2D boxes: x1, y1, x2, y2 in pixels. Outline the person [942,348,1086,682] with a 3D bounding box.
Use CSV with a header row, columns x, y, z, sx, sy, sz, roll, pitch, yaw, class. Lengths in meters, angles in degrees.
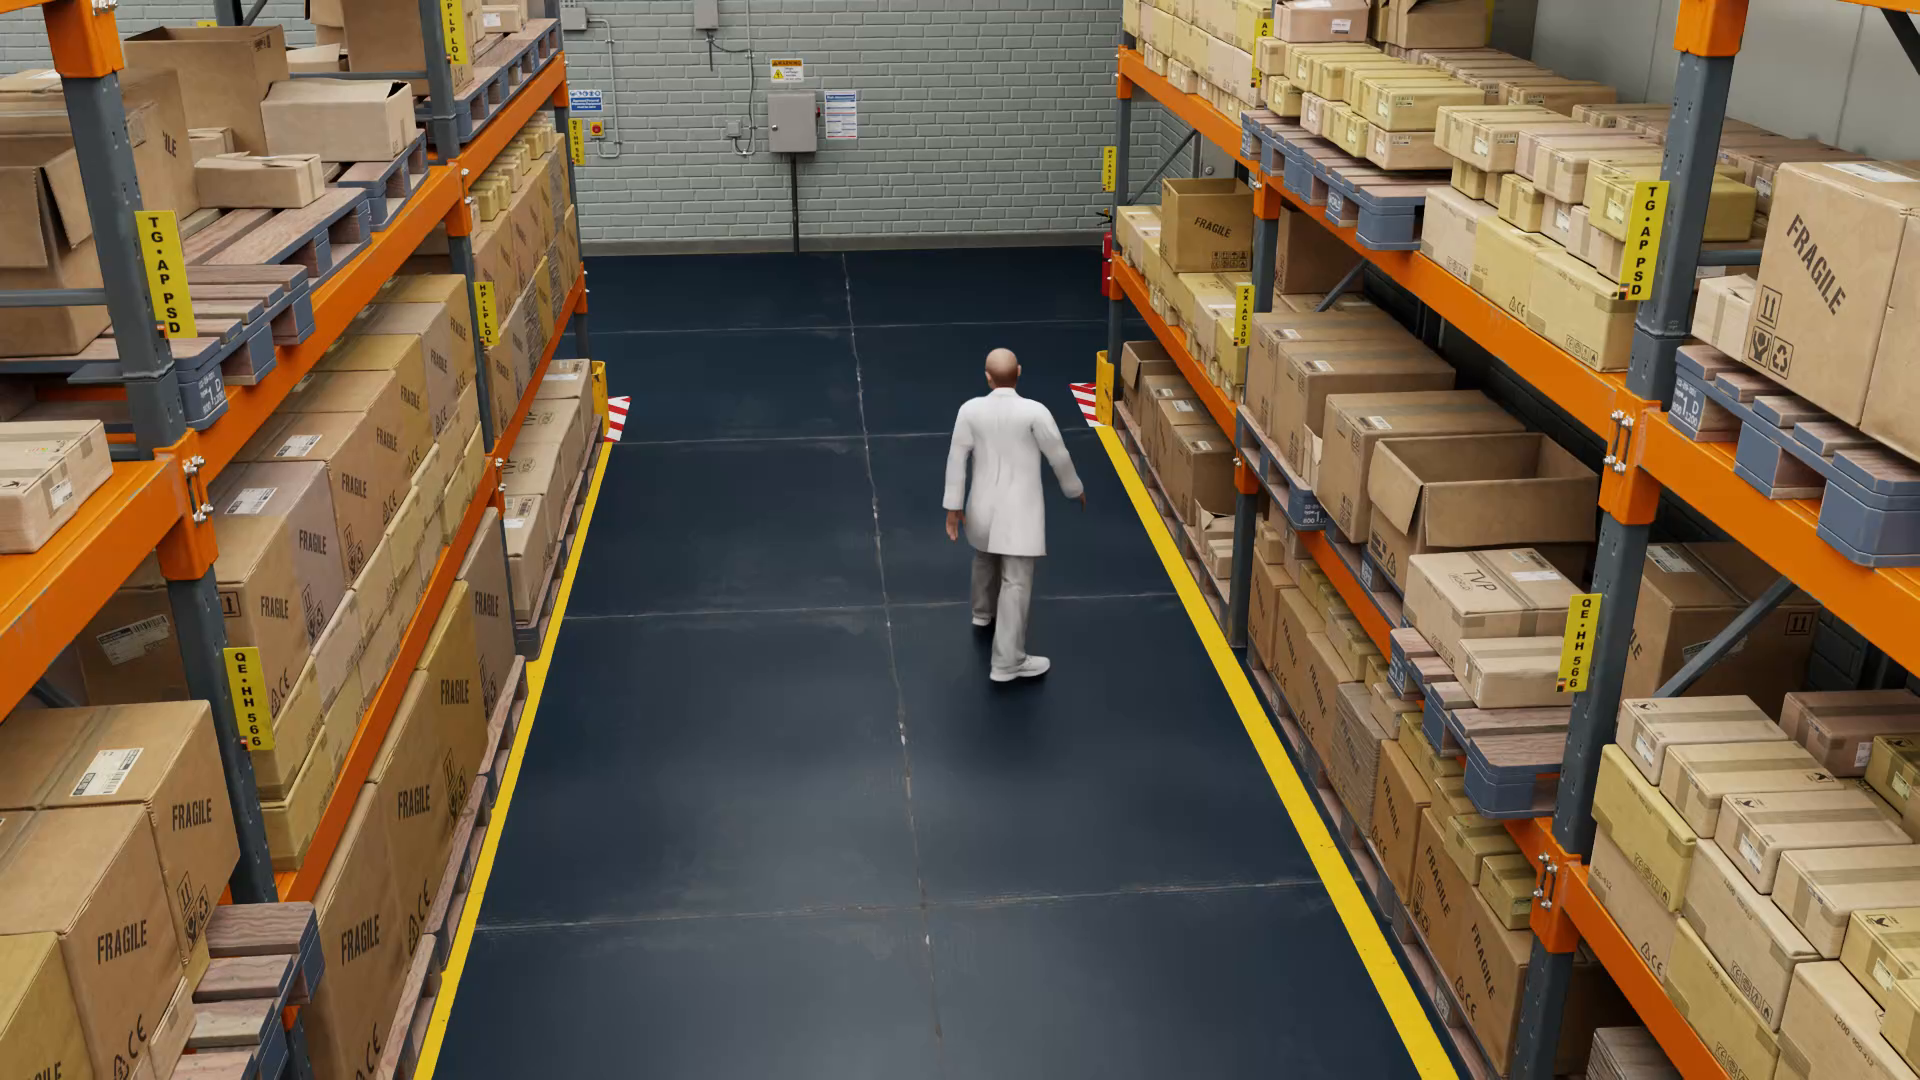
x,y,z,sx,sy,sz,roll,pitch,yaw,class
0.280,-0.195,9.058,0.681,1.730,0.936,13,27,27,person
